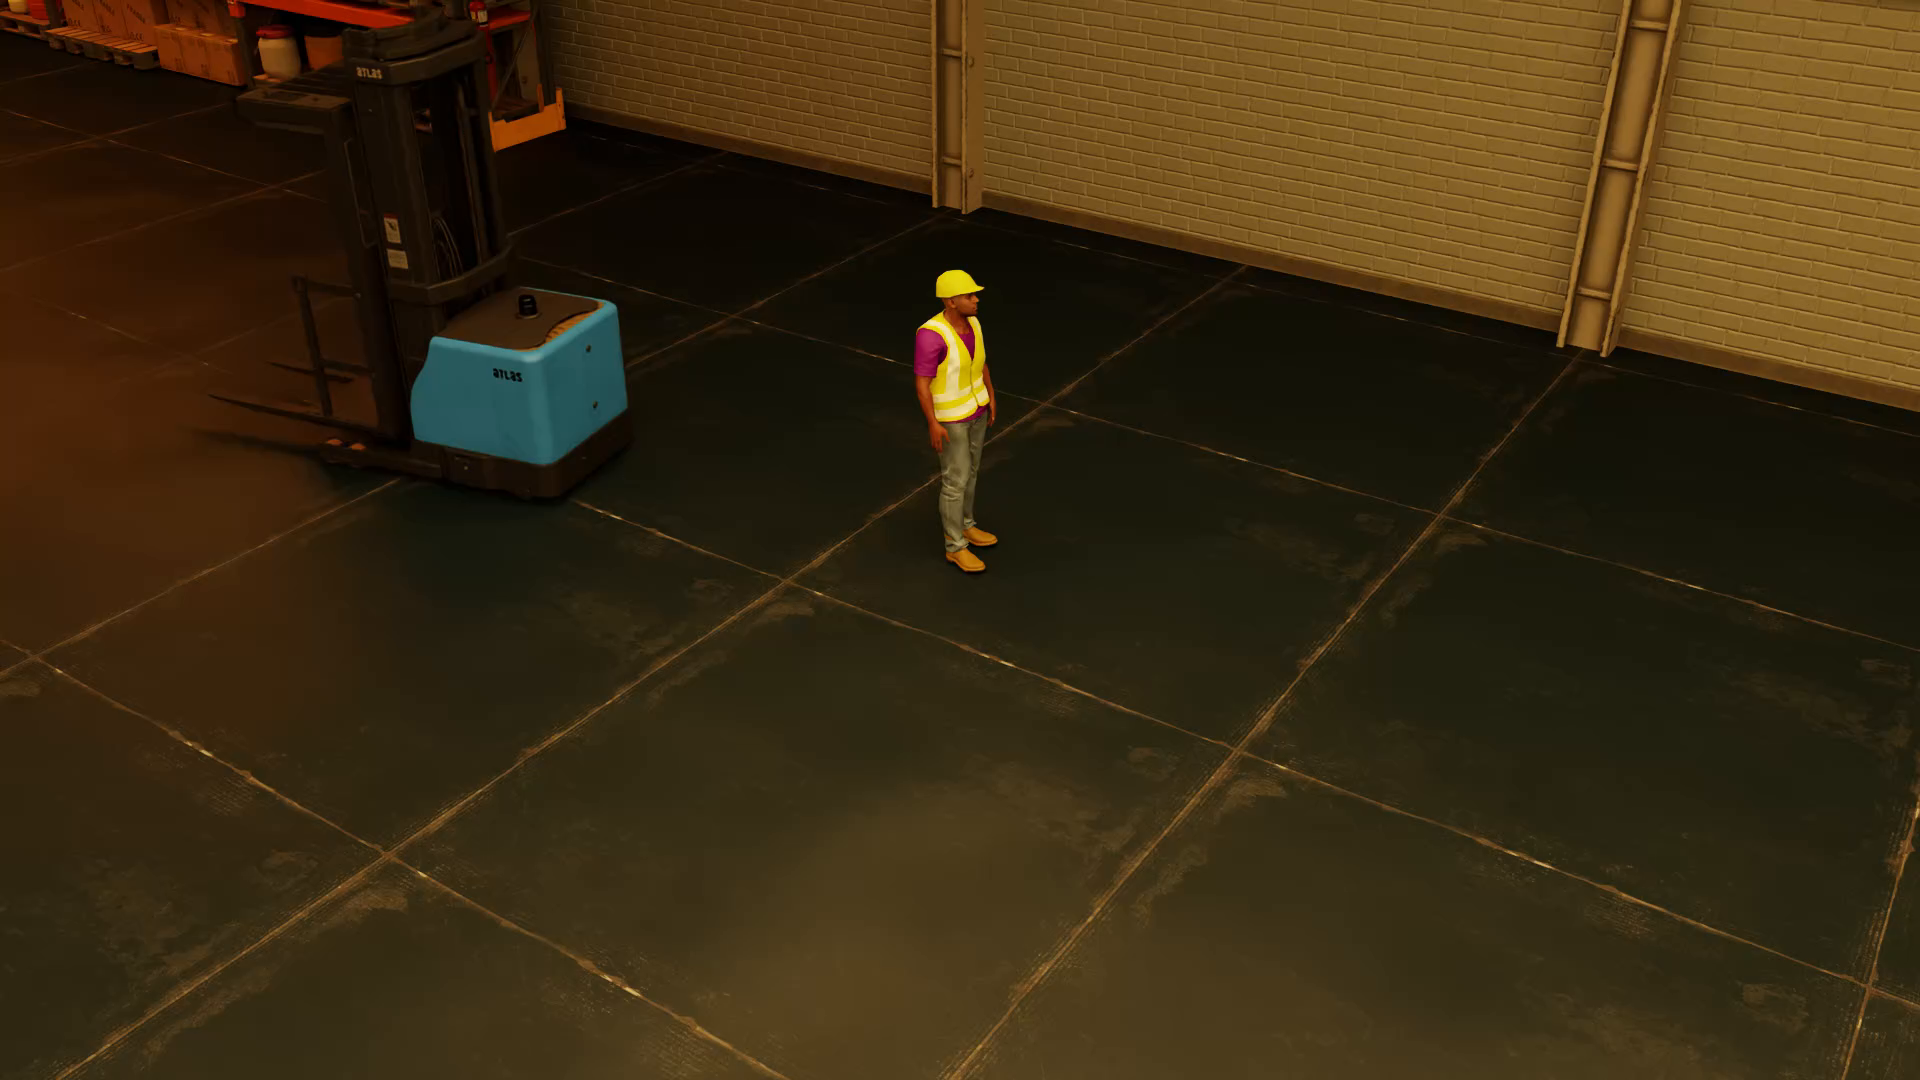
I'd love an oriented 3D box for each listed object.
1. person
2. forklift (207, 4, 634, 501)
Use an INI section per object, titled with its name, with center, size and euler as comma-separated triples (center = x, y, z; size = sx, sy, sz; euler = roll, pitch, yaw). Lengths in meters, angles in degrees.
[person]
center = 0.055, -0.748, 10.015
size = 0.575, 1.768, 0.665
euler = 19, 35, 29
[forklift]
center = -3.842, -1.989, 11.006
size = 3.031, 2.935, 1.130
euler = 11, 32, 19
